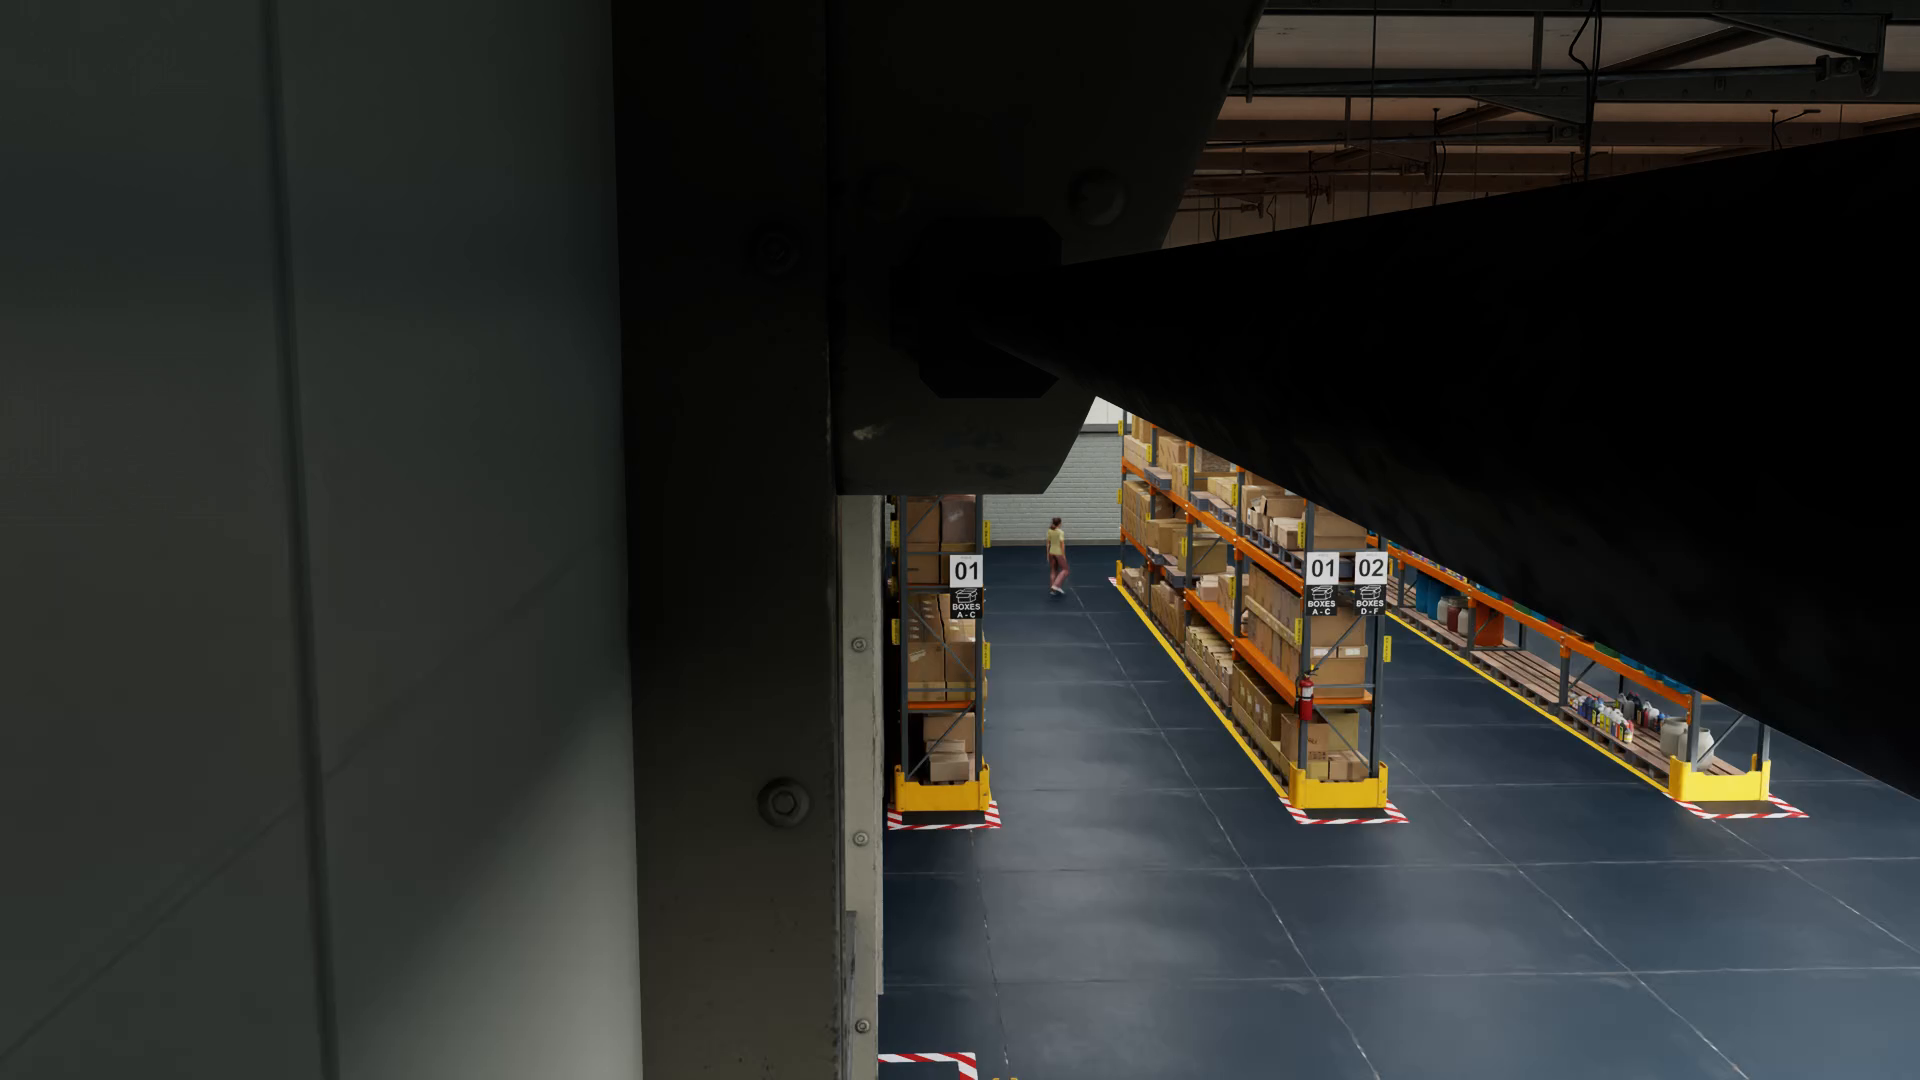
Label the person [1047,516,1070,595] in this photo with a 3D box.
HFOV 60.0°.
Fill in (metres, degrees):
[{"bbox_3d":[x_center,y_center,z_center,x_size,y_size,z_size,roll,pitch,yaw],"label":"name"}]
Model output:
[{"bbox_3d":[2.024,0.334,35.059,0.475,1.671,0.451,7,11,41],"label":"person"}]
